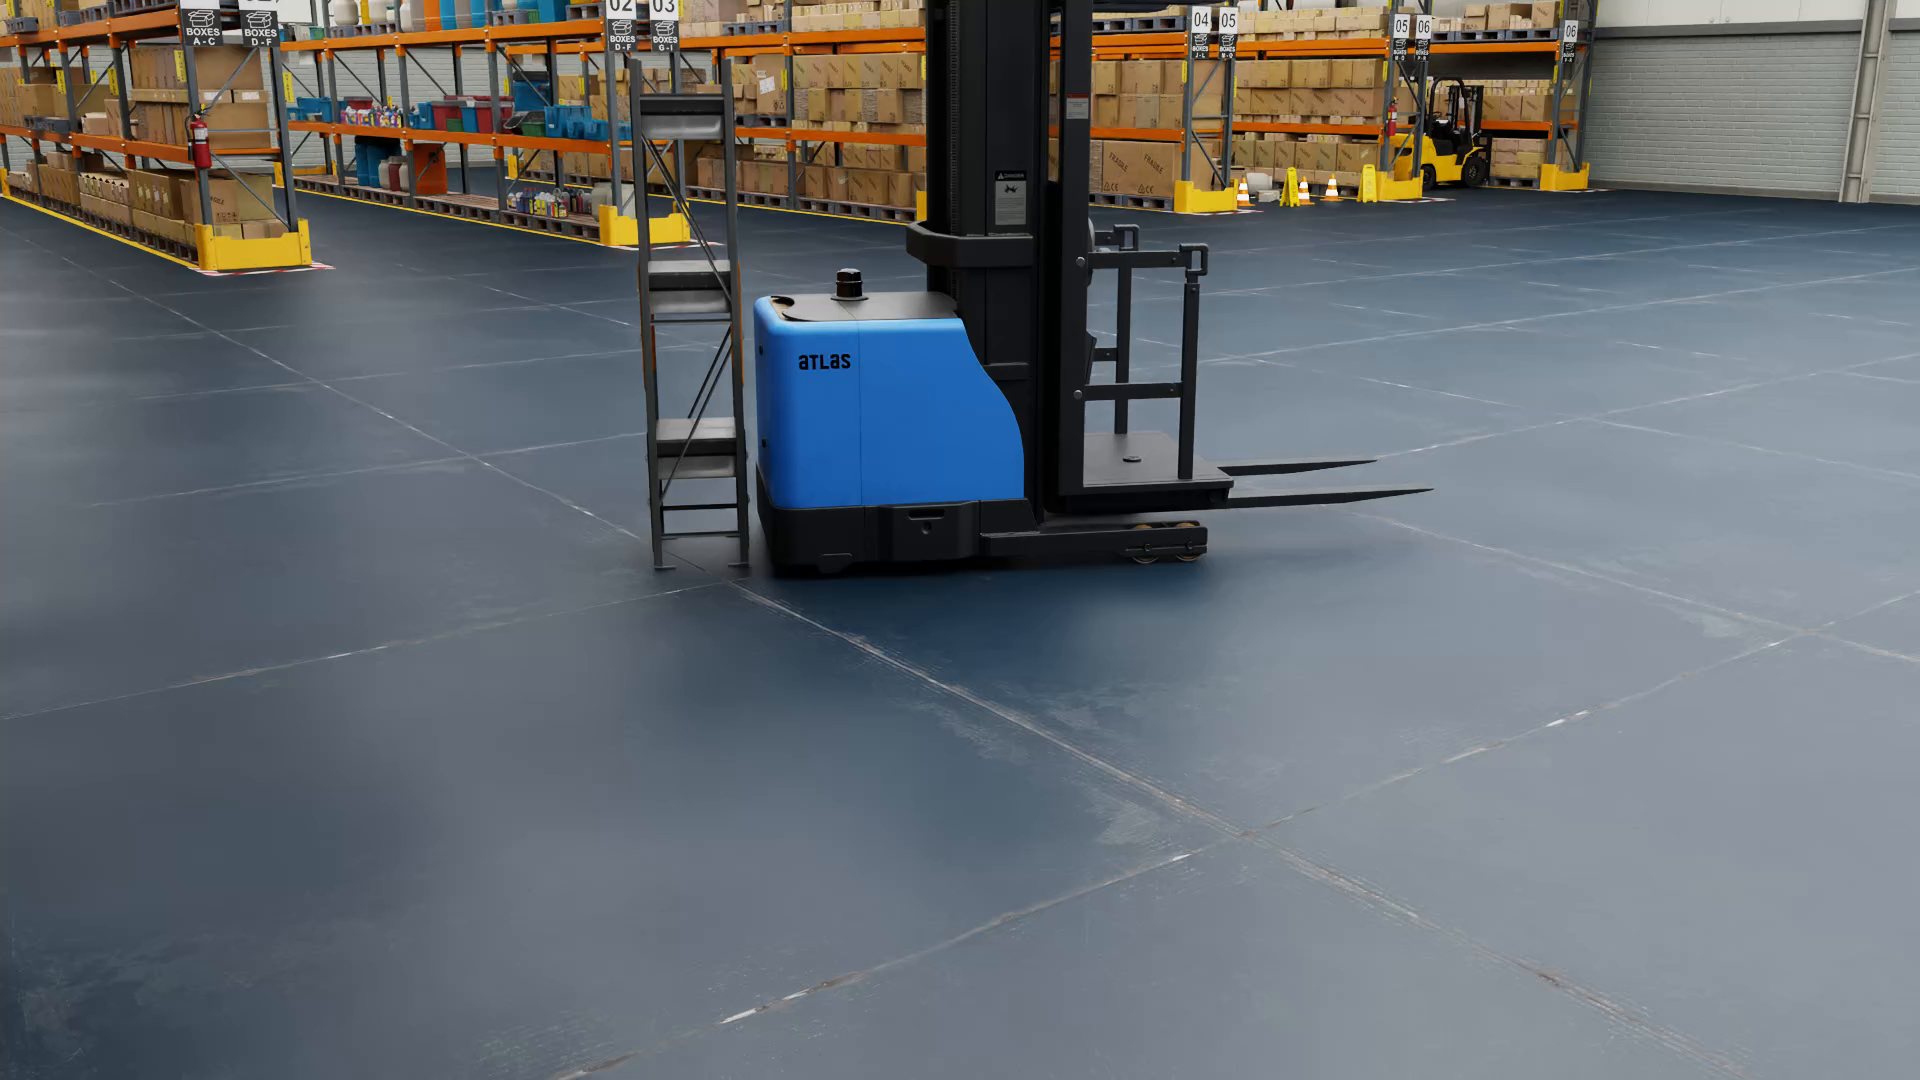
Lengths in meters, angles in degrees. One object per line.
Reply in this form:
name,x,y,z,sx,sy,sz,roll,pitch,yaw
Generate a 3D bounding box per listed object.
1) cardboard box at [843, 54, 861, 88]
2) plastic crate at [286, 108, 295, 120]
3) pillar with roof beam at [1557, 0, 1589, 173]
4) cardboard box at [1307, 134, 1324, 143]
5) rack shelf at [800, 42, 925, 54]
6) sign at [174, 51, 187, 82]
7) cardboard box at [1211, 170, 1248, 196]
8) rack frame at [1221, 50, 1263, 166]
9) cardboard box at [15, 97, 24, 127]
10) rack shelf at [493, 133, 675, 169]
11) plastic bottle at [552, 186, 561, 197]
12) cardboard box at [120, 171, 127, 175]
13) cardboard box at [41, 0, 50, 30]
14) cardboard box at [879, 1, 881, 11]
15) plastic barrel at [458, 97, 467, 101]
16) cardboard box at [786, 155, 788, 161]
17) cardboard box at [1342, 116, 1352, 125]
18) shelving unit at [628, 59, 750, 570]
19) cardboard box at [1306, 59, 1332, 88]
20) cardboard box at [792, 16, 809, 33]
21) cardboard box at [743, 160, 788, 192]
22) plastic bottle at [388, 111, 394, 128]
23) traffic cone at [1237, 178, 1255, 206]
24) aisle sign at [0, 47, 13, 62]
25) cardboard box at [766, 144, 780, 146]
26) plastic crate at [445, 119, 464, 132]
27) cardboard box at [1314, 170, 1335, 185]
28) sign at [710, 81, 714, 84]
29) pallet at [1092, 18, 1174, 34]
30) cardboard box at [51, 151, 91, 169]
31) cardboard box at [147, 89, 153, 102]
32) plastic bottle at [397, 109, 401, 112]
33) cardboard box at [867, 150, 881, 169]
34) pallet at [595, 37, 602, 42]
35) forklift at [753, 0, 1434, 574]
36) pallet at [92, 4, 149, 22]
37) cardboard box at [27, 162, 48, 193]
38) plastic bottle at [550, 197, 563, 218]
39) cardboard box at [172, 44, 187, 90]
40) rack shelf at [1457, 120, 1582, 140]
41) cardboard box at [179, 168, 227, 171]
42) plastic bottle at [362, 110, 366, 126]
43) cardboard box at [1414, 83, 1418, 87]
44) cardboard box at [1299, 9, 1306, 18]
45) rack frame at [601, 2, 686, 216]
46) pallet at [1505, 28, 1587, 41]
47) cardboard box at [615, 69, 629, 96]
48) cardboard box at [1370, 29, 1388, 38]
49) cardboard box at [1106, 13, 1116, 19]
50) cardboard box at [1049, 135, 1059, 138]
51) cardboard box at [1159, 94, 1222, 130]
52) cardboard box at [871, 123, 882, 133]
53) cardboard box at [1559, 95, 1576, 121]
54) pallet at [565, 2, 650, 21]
cardboard box,-1.445,-7.193,25.530,0.500,0.500,0.500,-11,19,-35
plastic crate,-13.191,-8.471,33.047,0.416,0.233,0.300,-11,19,-35
pillar with roof beam,8.823,-10.943,30.511,9.100,9.000,0.400,-11,19,-35
cardboard box,6.722,-7.518,31.125,0.380,0.149,0.250,-10,18,-32
rack shelf,-1.852,-10.103,34.487,1.077,0.370,4.000,-11,19,-35
sign,-8.506,-5.174,18.156,0.100,0.325,0.005,-11,19,-35
cardboard box,4.892,-6.436,30.136,0.637,0.503,0.797,4,16,13
rack frame,5.621,-8.512,32.993,1.000,3.000,0.127,-11,19,-35
cardboard box,-15.920,-7.370,28.632,0.500,0.500,0.500,-10,18,-33
rack shelf,-5.226,-5.431,23.098,1.077,0.370,4.000,-11,19,-35
plastic bottle,-5.907,-5.024,24.435,0.144,0.351,0.185,-11,19,-35
cardboard box,-12.255,-5.364,24.843,0.500,0.311,0.500,-10,18,-33
cardboard box,-13.346,-7.983,25.188,0.910,0.500,0.500,-11,19,-35
cardboard box,-0.978,-7.934,24.730,0.380,0.149,0.250,-11,19,-34
plastic barrel,-7.976,-6.926,26.988,0.421,0.512,0.421,0,15,0
cardboard box,-3.639,-8.475,36.899,0.380,0.149,0.250,-12,19,-37
cardboard box,7.207,-7.678,30.423,0.380,0.149,0.250,-11,19,-35
shelving unit,-1.146,-0.959,7.102,0.431,2.100,0.503,-2,15,-8
cardboard box,6.821,-8.609,30.701,0.700,0.500,0.500,-11,19,-35
cardboard box,-2.338,-8.212,26.500,0.500,0.250,0.500,-12,19,-37
cardboard box,-3.333,-6.339,28.955,0.700,0.500,0.500,-13,20,-39
plastic bottle,-9.640,-7.135,28.208,0.097,0.271,0.097,0,15,0
traffic cone,4.864,-5.978,28.541,0.336,0.463,0.334,-11,19,-35
aisle sign,-17.744,-9.222,30.663,0.394,0.787,0.004,-11,19,-35
cardboard box,-4.406,-9.162,38.846,0.380,0.149,0.250,-12,19,-37
plastic crate,-7.654,-6.431,25.791,0.450,0.188,0.662,-11,19,-35
cardboard box,6.981,-6.777,31.066,0.500,0.250,0.500,-11,19,-34
sign,-5.818,-10.617,39.047,0.100,0.325,0.005,-11,19,-35
pallet,2.862,-8.689,28.127,1.003,0.211,1.213,-11,19,-35
cardboard box,-14.144,-6.051,26.485,0.500,0.250,0.500,-11,19,-36
cardboard box,-9.808,-5.492,20.543,0.380,0.149,0.250,-12,19,-36
plastic bottle,-10.101,-7.633,30.019,0.152,0.276,0.135,-11,19,-35
cardboard box,-1.576,-7.784,34.274,0.500,0.500,0.500,-10,18,-32
pallet,-6.520,-9.848,32.556,0.805,0.209,1.217,-12,19,-37
forklift,0.618,-1.445,7.304,3.031,2.935,1.130,-3,16,-11
pallet,-10.940,-6.978,22.068,0.805,0.209,1.217,-12,19,-37
cardboard box,-15.679,-6.229,28.555,0.500,0.500,0.500,-11,19,-35
plastic bottle,-5.610,-4.631,23.141,0.152,0.276,0.135,-11,19,-34
cardboard box,-8.668,-5.481,19.272,0.700,0.500,0.500,-11,19,-36
rack shelf,10.809,-8.509,34.345,1.077,0.370,4.000,-11,19,-35
cardboard box,-9.677,-4.501,21.332,0.500,0.500,0.500,-11,19,-35
plastic bottle,-10.461,-7.448,29.341,0.152,0.276,0.135,-11,19,-35
cardboard box,9.822,-9.634,35.113,0.380,0.149,0.250,-11,19,-34
cardboard box,6.523,-9.785,30.928,0.380,0.149,0.250,-10,18,-33
rack frame,-4.050,-5.351,21.443,1.000,3.000,0.127,-11,19,-35
pallet,11.591,-9.988,32.872,1.003,0.211,1.213,-11,19,-35
cardboard box,-6.323,-8.930,32.433,0.797,0.503,0.637,-11,19,-34
cardboard box,7.536,-9.016,29.629,0.380,0.149,0.250,-11,19,-34
cardboard box,2.662,-8.788,27.812,0.380,0.149,0.250,-11,19,-34
cardboard box,2.409,-8.895,37.623,0.875,0.875,0.875,-11,19,-34
cardboard box,3.773,-7.012,27.230,0.875,0.550,0.550,-11,19,-35
cardboard box,-1.126,-6.291,25.356,0.380,0.149,0.250,-11,19,-35
cardboard box,11.919,-8.626,33.221,0.500,0.500,0.500,-10,18,-33
pallet,-4.457,-6.898,21.773,1.003,0.211,1.213,-11,19,-35
